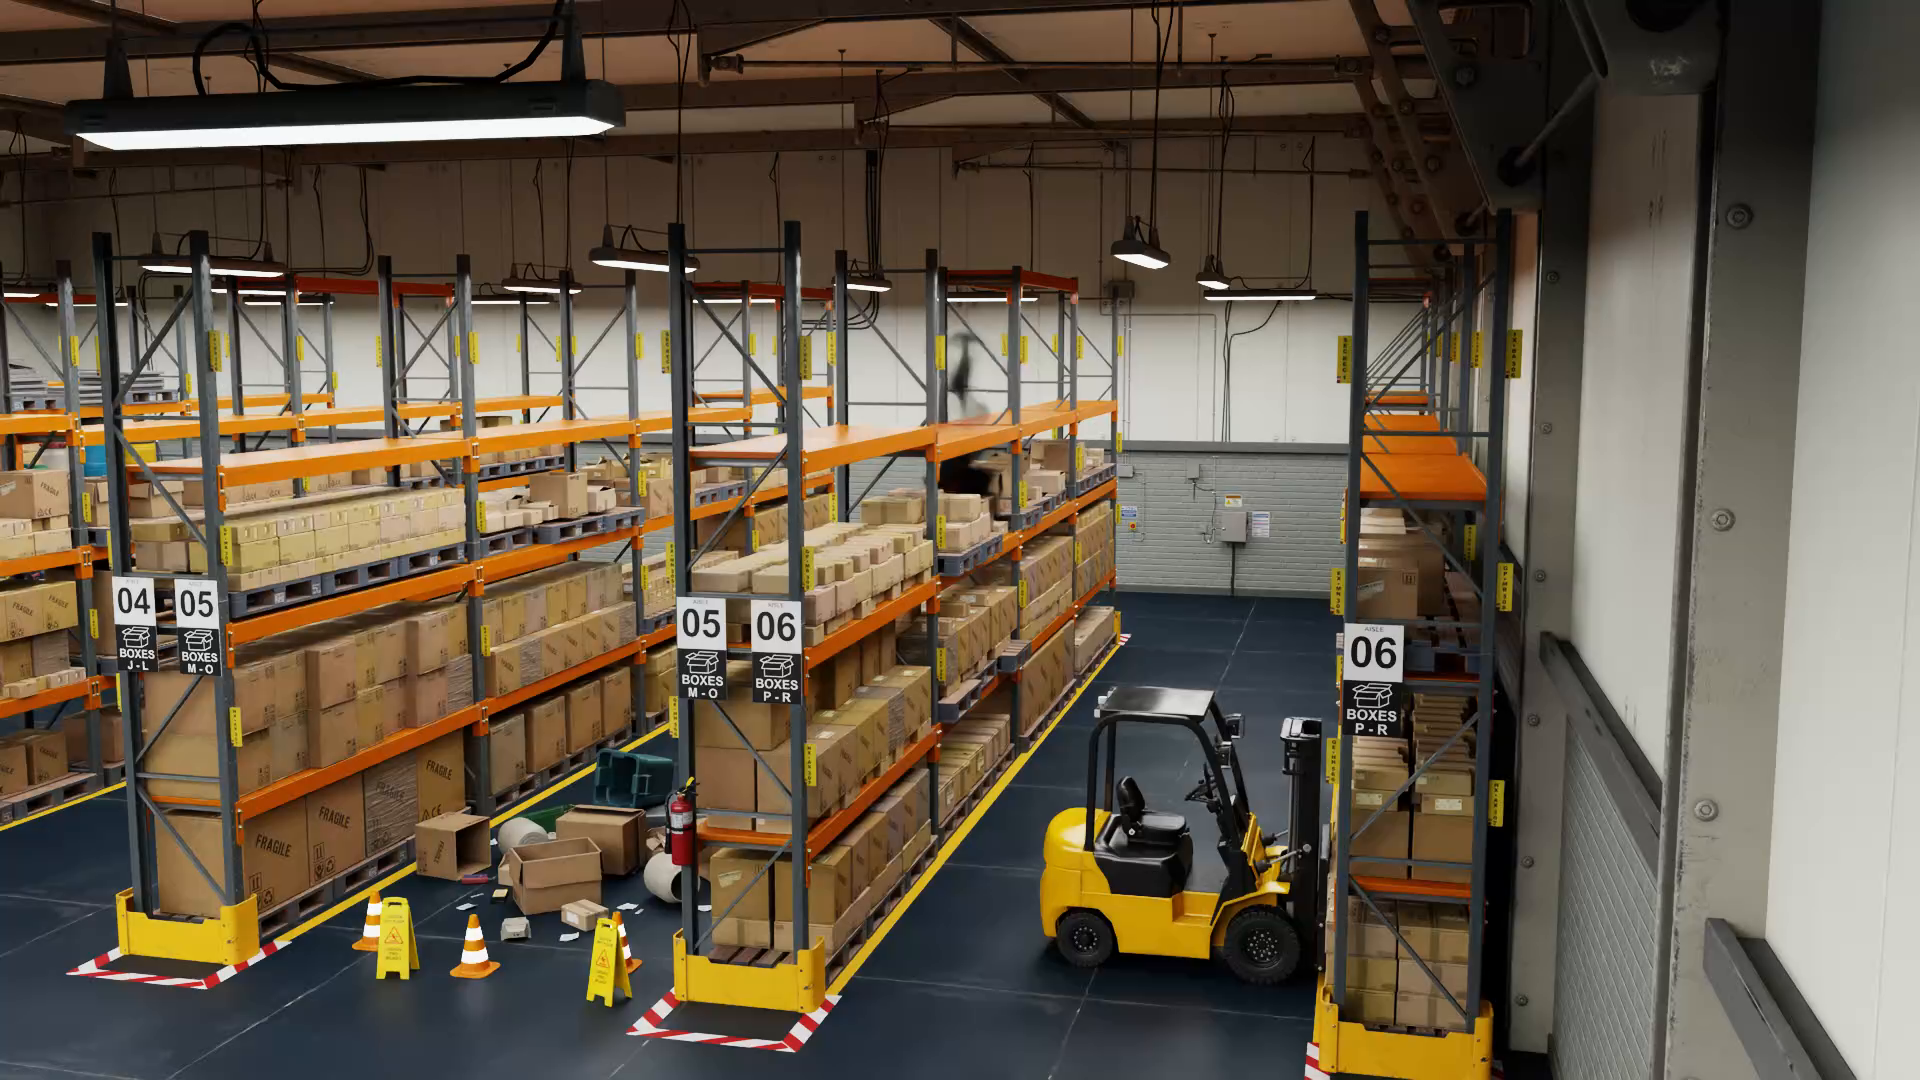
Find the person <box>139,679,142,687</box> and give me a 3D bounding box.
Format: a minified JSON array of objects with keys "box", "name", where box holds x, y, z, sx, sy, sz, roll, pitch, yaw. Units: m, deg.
[{"box":[-11.981,1.470,23.790,0.564,1.629,0.566,1,7,7],"name":"person"}]
